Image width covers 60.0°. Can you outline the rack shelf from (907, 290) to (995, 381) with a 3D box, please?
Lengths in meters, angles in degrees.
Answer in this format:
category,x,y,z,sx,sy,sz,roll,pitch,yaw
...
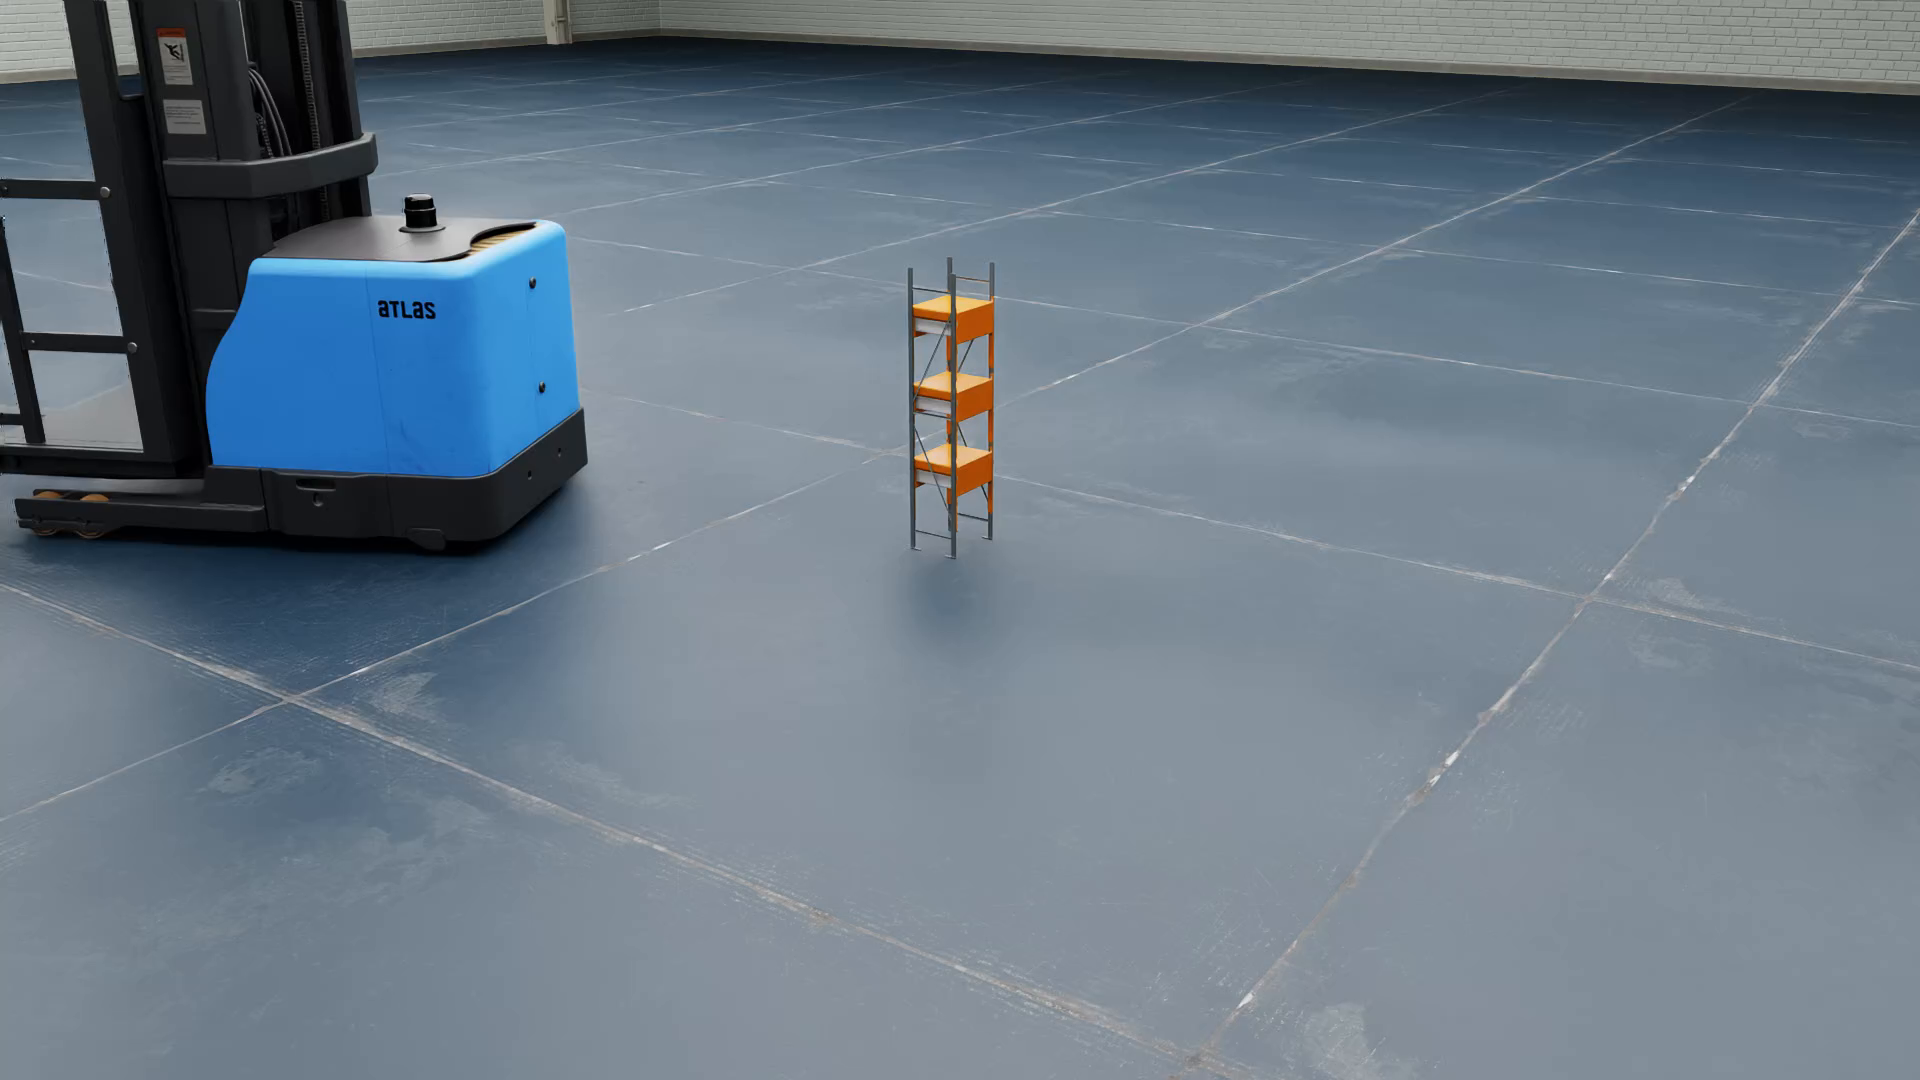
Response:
category,x,y,z,sx,sy,sz,roll,pitch,yaw
rack shelf,-0.030,-0.733,5.947,0.215,0.259,0.240,13,24,32

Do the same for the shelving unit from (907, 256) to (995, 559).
category,x,y,z,sx,sy,sz,roll,pitch,yaw
shelving unit,-0.030,-0.477,6.041,0.215,1.050,0.252,13,24,32

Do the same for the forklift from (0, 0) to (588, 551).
category,x,y,z,sx,sy,sz,roll,pitch,yaw
forklift,-3.112,-1.556,6.247,3.031,2.935,1.130,3,21,8

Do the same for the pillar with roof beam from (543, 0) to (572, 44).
category,x,y,z,sx,sy,sz,roll,pitch,yaw
pillar with roof beam,-4.268,-13.085,28.667,9.100,9.000,0.400,13,24,32

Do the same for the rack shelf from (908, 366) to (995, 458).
category,x,y,z,sx,sy,sz,roll,pitch,yaw
rack shelf,-0.030,-0.467,6.045,0.215,0.259,0.240,13,24,32

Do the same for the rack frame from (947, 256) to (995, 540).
category,x,y,z,sx,sy,sz,roll,pitch,yaw
rack frame,0.038,-0.512,6.136,0.200,1.050,0.008,13,24,32

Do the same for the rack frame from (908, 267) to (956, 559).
category,x,y,z,sx,sy,sz,roll,pitch,yaw
rack frame,-0.099,-0.442,5.947,0.200,1.050,0.008,13,24,32

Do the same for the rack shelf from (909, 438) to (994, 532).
category,x,y,z,sx,sy,sz,roll,pitch,yaw
rack shelf,-0.030,-0.206,6.141,0.215,0.259,0.240,13,24,32
